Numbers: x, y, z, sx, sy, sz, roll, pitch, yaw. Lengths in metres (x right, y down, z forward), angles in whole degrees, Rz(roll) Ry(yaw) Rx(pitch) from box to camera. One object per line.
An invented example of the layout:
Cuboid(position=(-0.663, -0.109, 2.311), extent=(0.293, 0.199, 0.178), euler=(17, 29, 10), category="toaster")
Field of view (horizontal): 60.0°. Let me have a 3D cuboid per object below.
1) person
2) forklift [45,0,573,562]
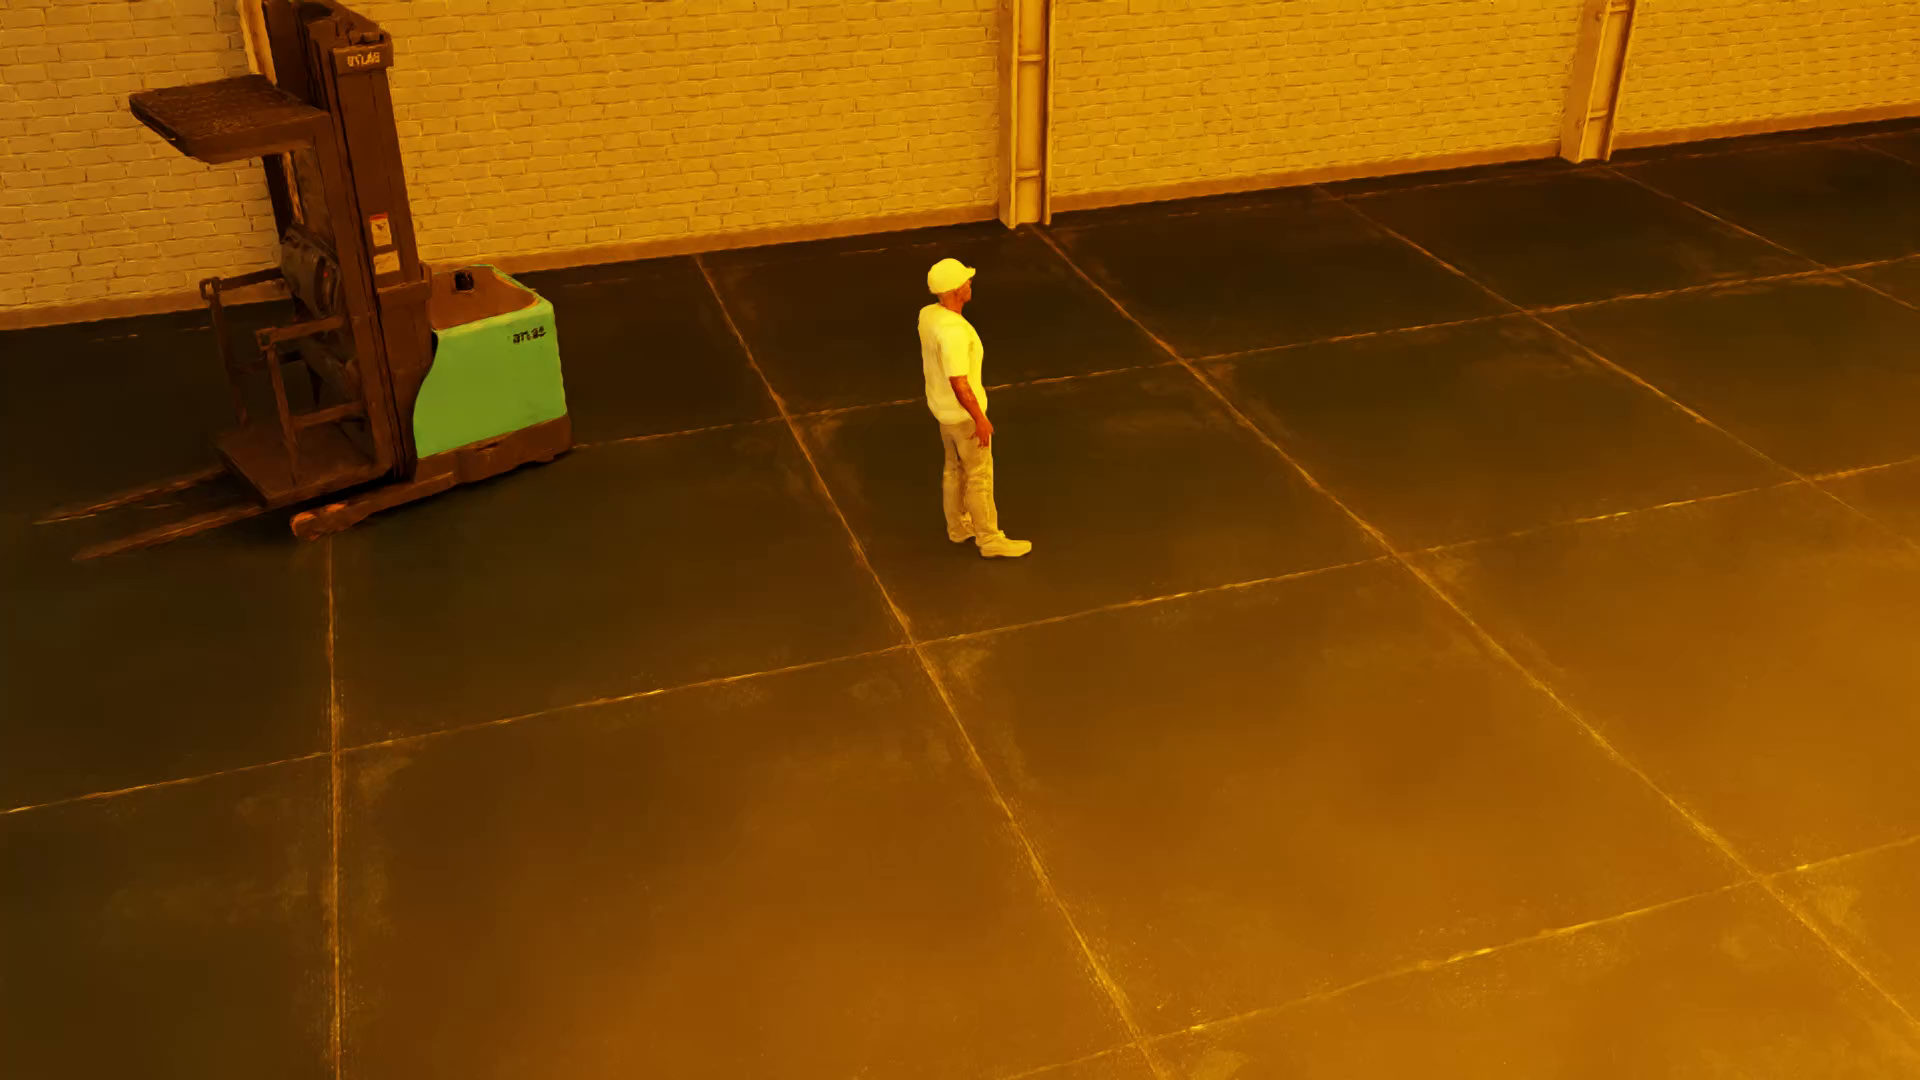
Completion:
Cuboid(position=(0.068, -0.780, 9.597), extent=(0.576, 1.766, 0.665), euler=(-10, 31, -16), category="person")
Cuboid(position=(-4.020, -1.560, 9.799), extent=(3.031, 2.935, 1.130), euler=(-22, 36, -33), category="forklift")
